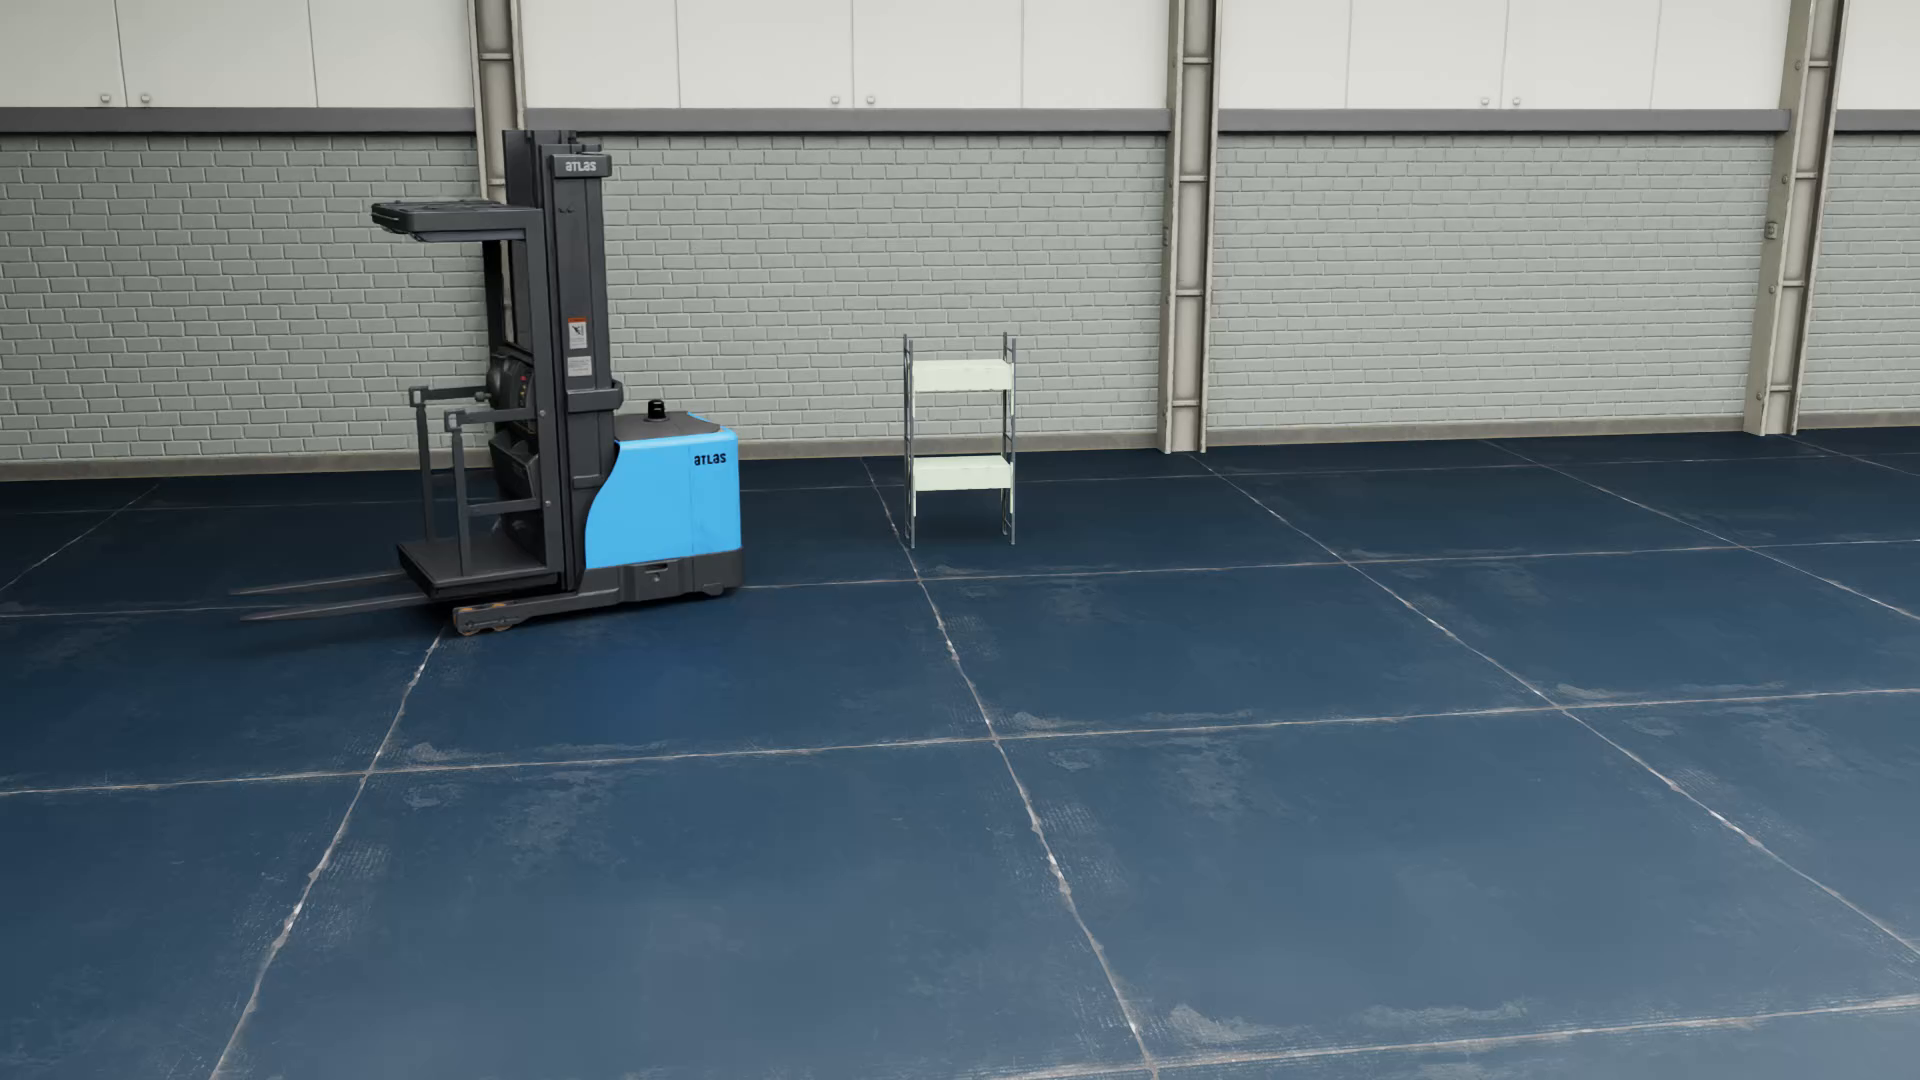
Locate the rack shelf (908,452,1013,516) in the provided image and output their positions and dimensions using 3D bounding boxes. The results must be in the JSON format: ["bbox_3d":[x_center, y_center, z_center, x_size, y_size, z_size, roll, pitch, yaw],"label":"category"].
[{"bbox_3d":[-0.007,-0.411,12.118,0.720,0.370,0.431,-2,14,-8],"label":"rack shelf"}]

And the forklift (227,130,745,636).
[{"bbox_3d":[-2.943,-0.997,10.171,3.031,2.935,1.130,-8,16,-28],"label":"forklift"}]

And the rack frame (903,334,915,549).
[{"bbox_3d":[-0.369,-0.714,11.986,0.023,1.500,0.400,-2,14,-8],"label":"rack frame"}]

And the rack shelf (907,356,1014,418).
[{"bbox_3d":[-0.007,-1.106,11.943,0.720,0.370,0.431,-2,14,-8],"label":"rack shelf"}]

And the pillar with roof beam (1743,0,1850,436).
[{"bbox_3d":[8.648,-4.393,11.241,0.400,9.000,9.100,-2,14,-8],"label":"pillar with roof beam"}]

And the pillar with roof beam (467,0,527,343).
[{"bbox_3d":[-3.218,-3.959,9.507,0.400,9.000,9.100,-2,14,-8],"label":"pillar with roof beam"}]

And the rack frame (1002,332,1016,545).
[{"bbox_3d":[0.355,-0.740,12.091,0.023,1.500,0.400,-2,14,-8],"label":"rack frame"}]

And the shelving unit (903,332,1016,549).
[{"bbox_3d":[-0.007,-0.727,12.038,0.755,1.500,0.431,-2,14,-8],"label":"shelving unit"}]

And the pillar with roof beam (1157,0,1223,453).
[{"bbox_3d":[2.715,-4.176,10.374,0.400,9.000,9.100,-2,14,-8],"label":"pillar with roof beam"}]
